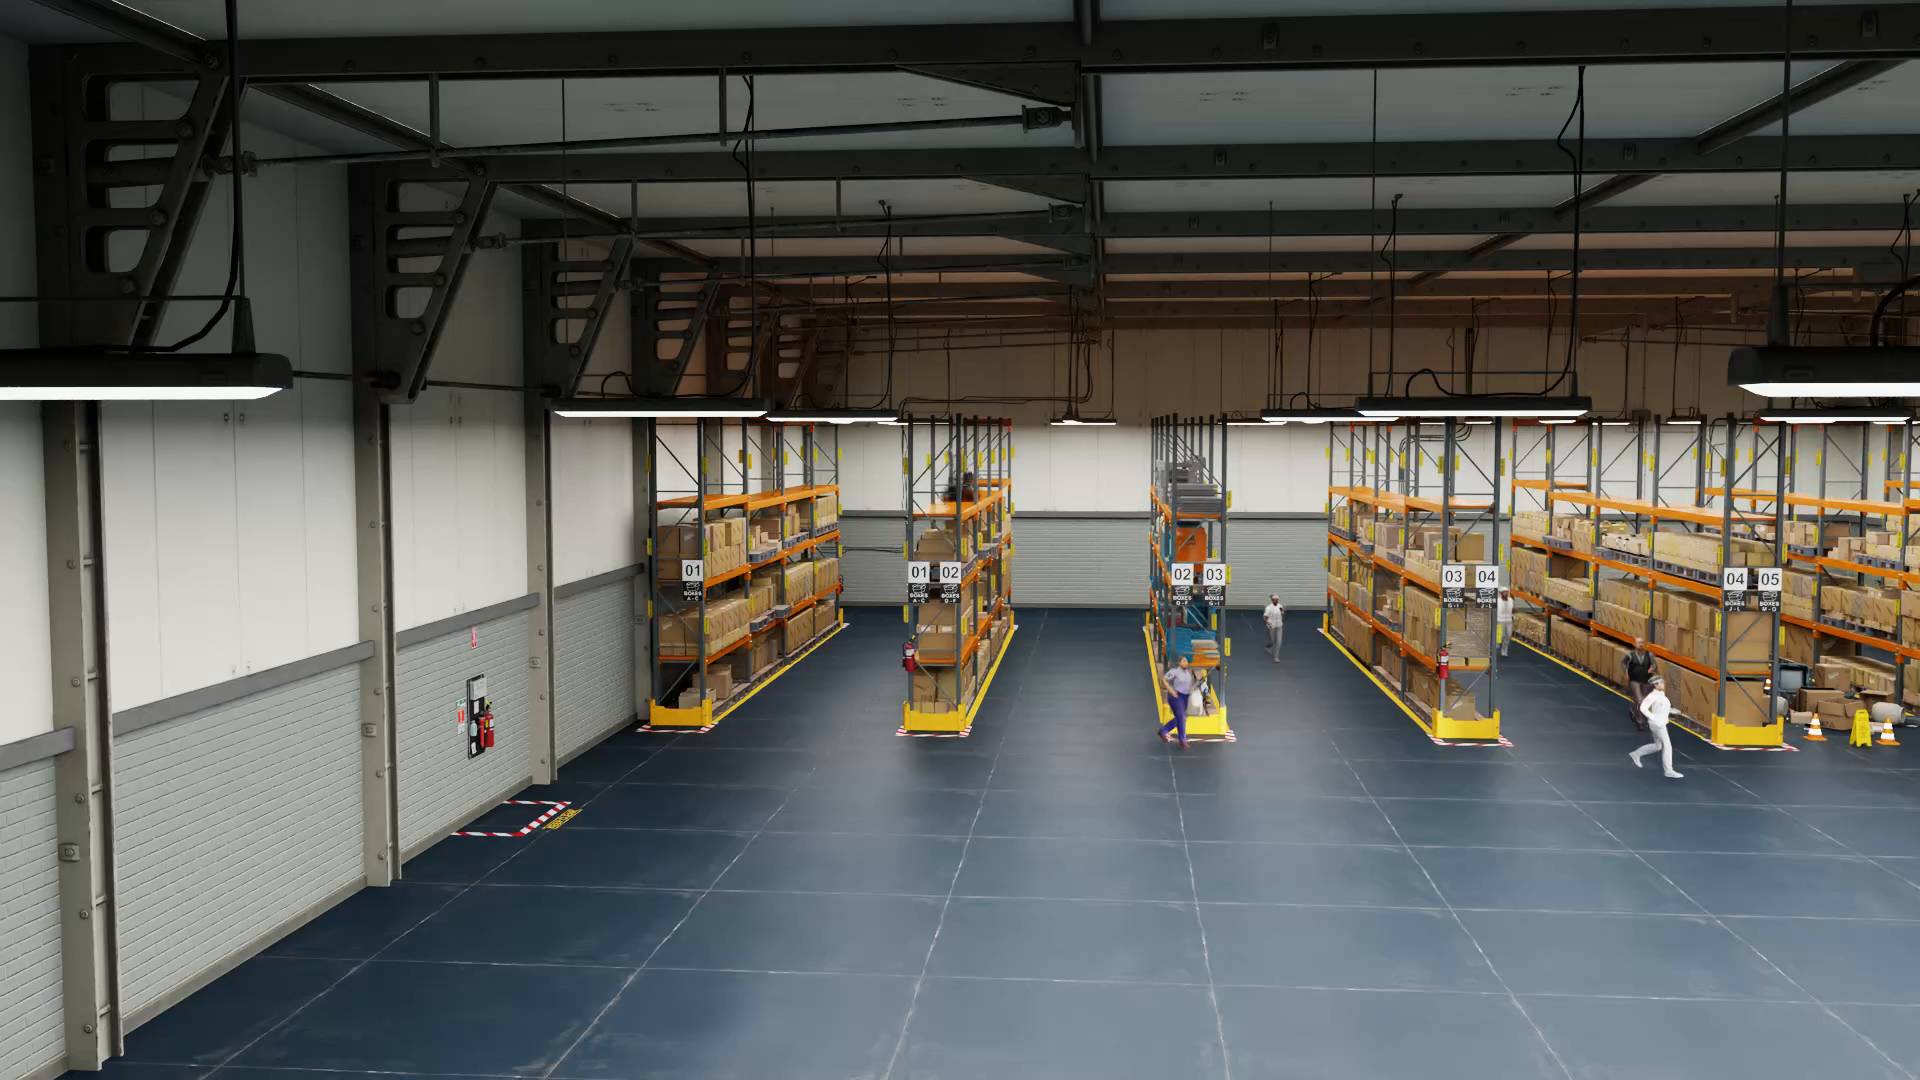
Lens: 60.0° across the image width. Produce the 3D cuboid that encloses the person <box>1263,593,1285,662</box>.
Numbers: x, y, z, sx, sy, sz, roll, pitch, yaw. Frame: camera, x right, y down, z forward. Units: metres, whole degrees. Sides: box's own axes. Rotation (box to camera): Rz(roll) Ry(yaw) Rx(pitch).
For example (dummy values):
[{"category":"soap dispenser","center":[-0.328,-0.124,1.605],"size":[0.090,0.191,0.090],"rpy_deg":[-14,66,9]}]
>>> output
[{"category":"person","center":[7.762,2.150,41.032],"size":[0.577,1.669,0.711],"rpy_deg":[0,4,-7]}]

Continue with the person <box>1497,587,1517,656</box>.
[{"category":"person","center":[13.690,2.043,41.876],"size":[0.686,1.736,0.605],"rpy_deg":[0,4,-1]}]

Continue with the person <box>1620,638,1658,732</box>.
[{"category":"person","center":[12.969,2.730,31.730],"size":[0.644,1.735,0.890],"rpy_deg":[0,4,5]}]

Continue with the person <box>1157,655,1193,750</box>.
[{"category":"person","center":[3.957,2.909,29.958],"size":[0.802,1.664,0.664],"rpy_deg":[3,5,40]}]

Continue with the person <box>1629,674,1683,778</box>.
[{"category":"person","center":[11.465,3.034,27.345],"size":[0.866,1.669,0.623],"rpy_deg":[3,5,38]}]
